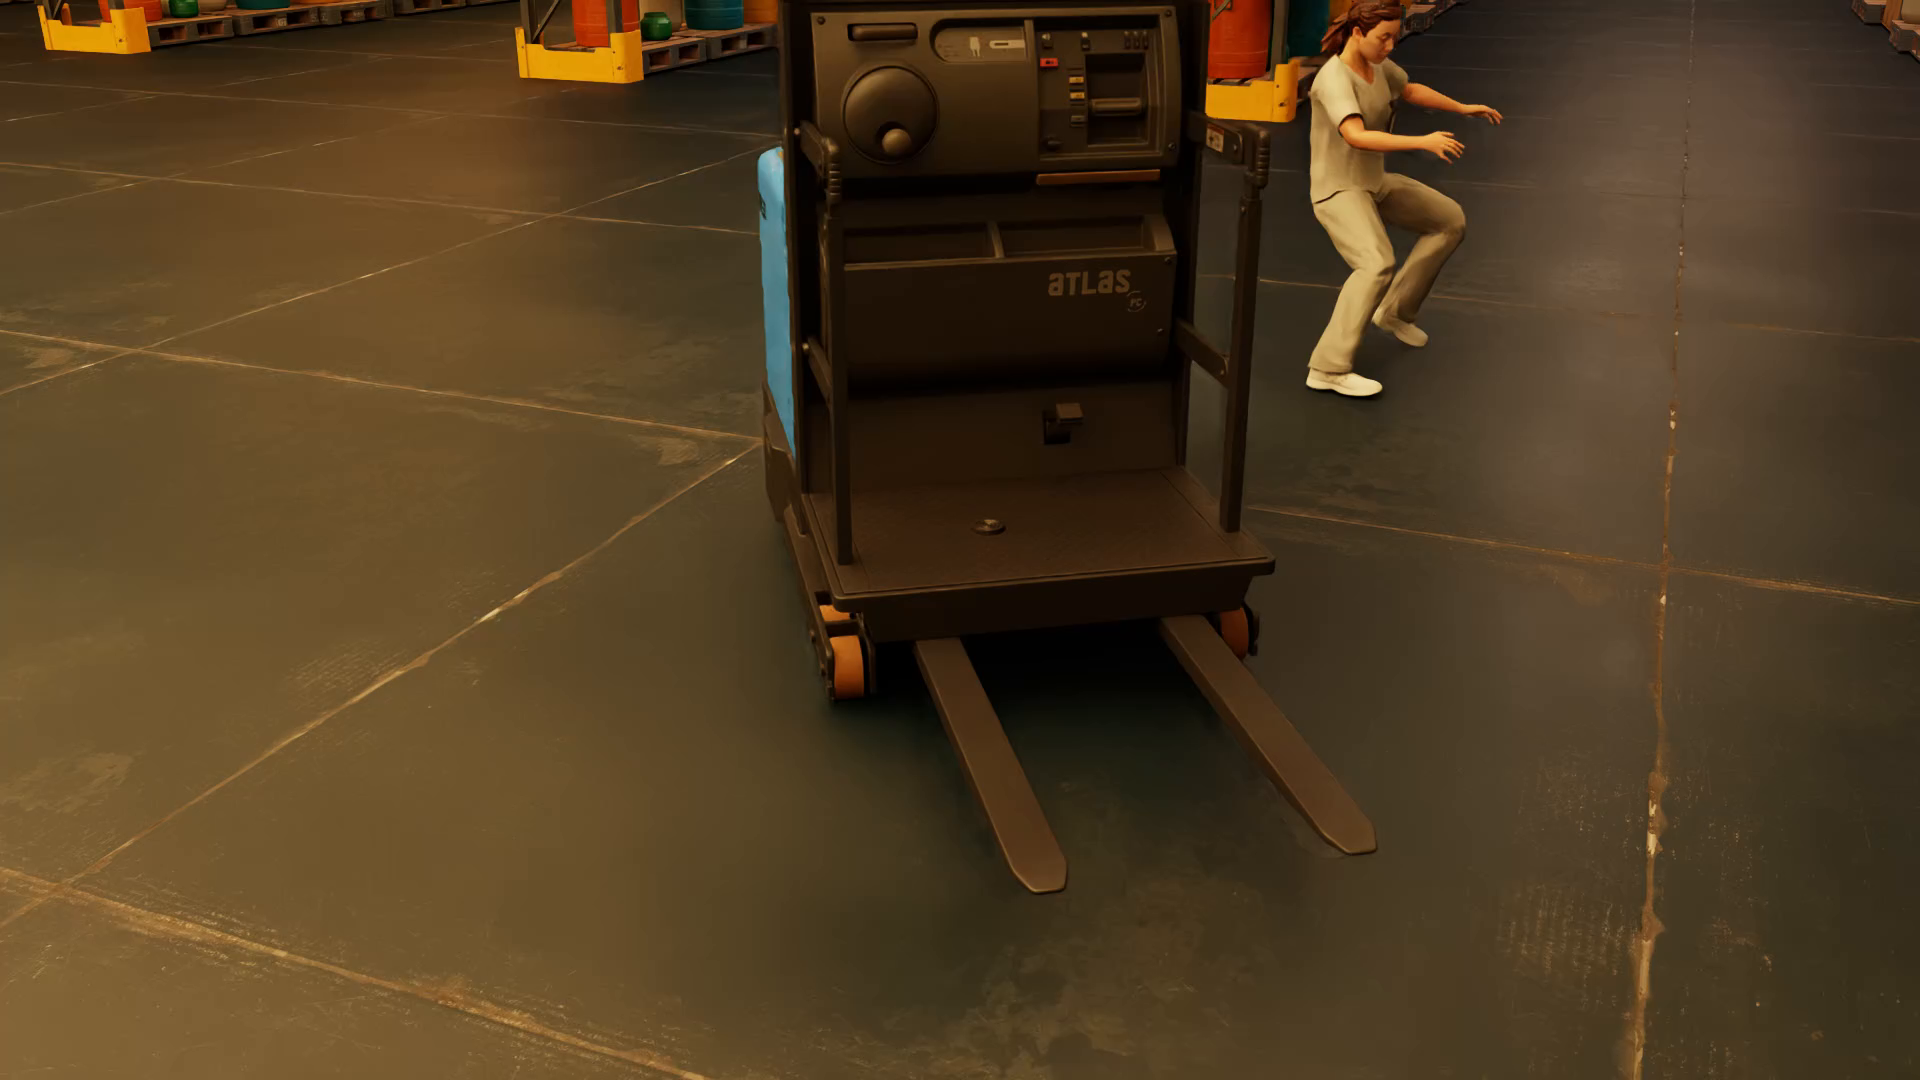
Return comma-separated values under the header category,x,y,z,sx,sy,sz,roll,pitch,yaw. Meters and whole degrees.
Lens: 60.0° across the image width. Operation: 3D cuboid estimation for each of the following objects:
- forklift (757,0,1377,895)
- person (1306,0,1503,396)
category,x,y,z,sx,sy,sz,roll,pitch,yaw
forklift,0.145,-1.109,3.945,1.130,2.935,3.031,-5,23,-11
person,1.695,-1.382,6.497,0.694,1.466,0.913,19,29,38
